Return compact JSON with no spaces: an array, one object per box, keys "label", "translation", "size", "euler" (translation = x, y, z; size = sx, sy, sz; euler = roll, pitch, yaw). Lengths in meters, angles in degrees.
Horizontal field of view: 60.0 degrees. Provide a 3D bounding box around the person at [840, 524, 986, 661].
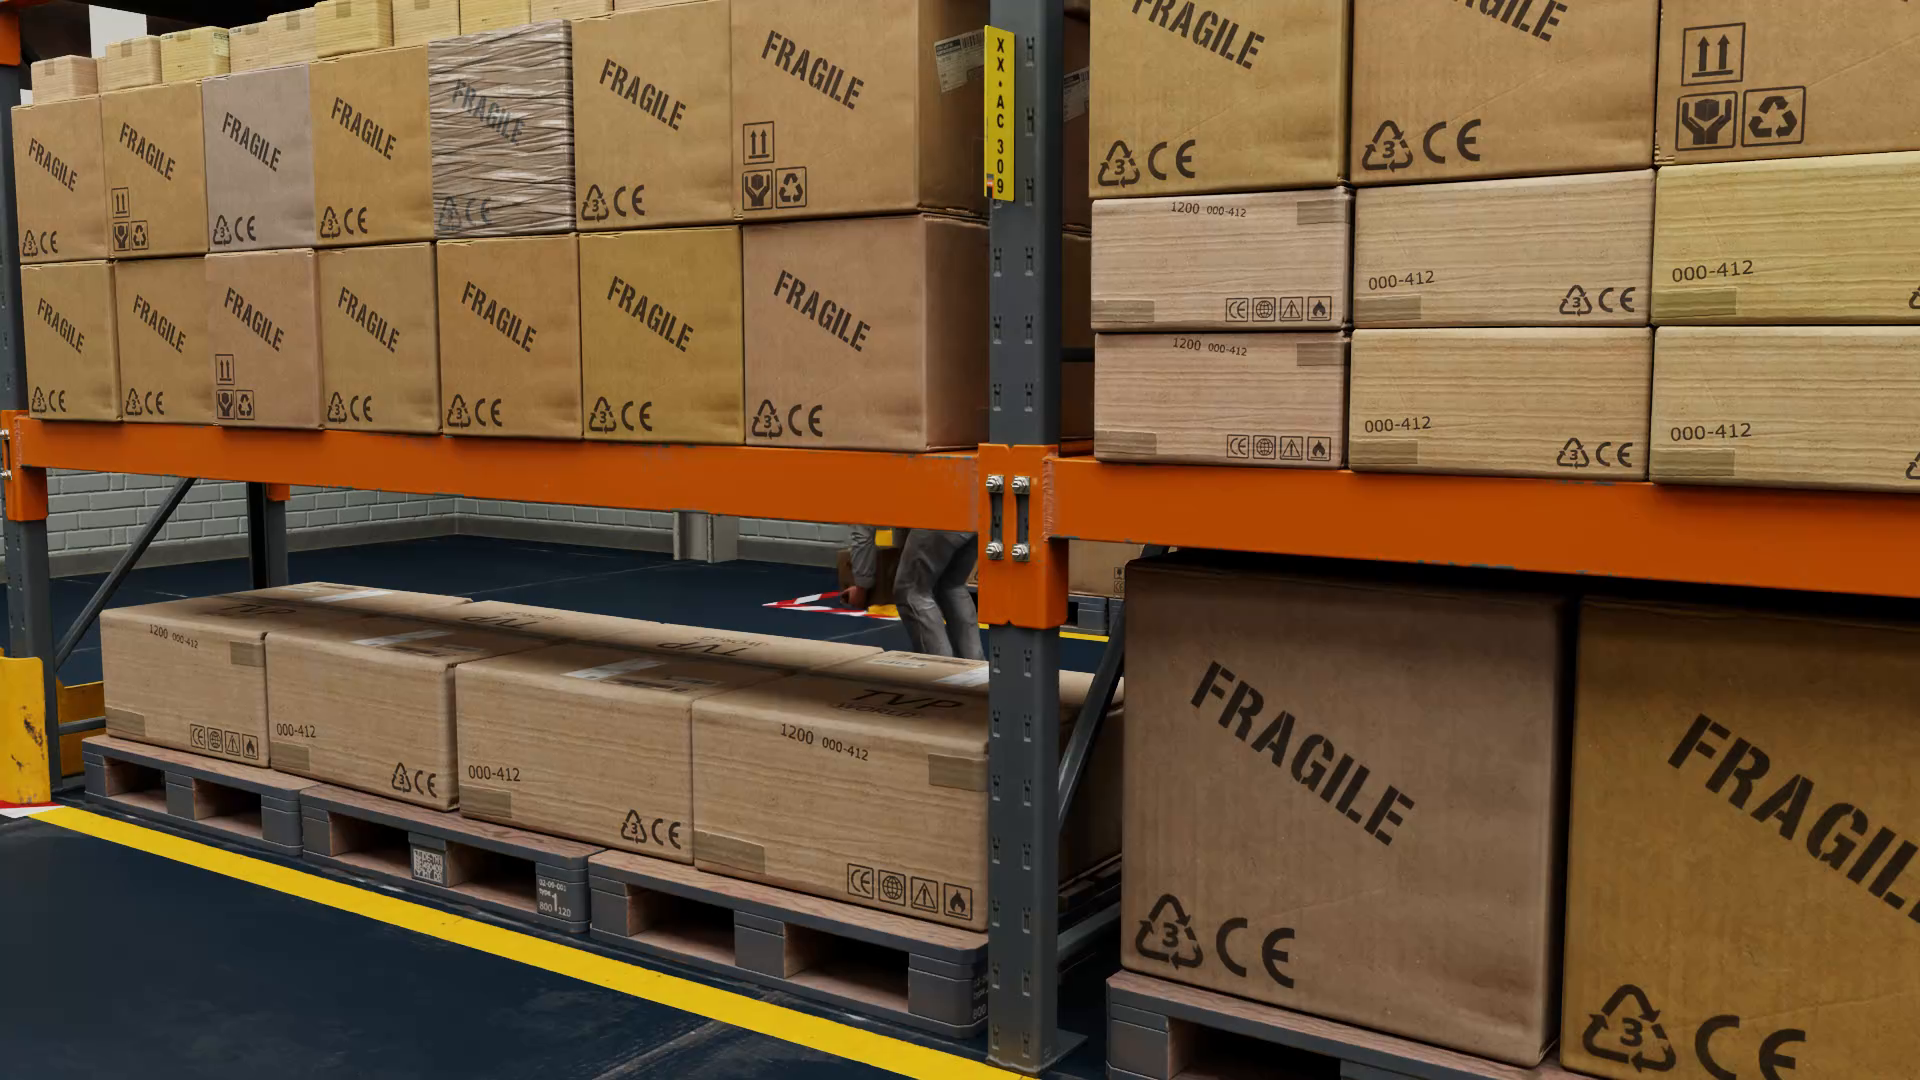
[{"label":"person","translation":[-0.281,0.079,7.562],"size":[0.984,1.202,0.460],"euler":[4,7,32]}]
